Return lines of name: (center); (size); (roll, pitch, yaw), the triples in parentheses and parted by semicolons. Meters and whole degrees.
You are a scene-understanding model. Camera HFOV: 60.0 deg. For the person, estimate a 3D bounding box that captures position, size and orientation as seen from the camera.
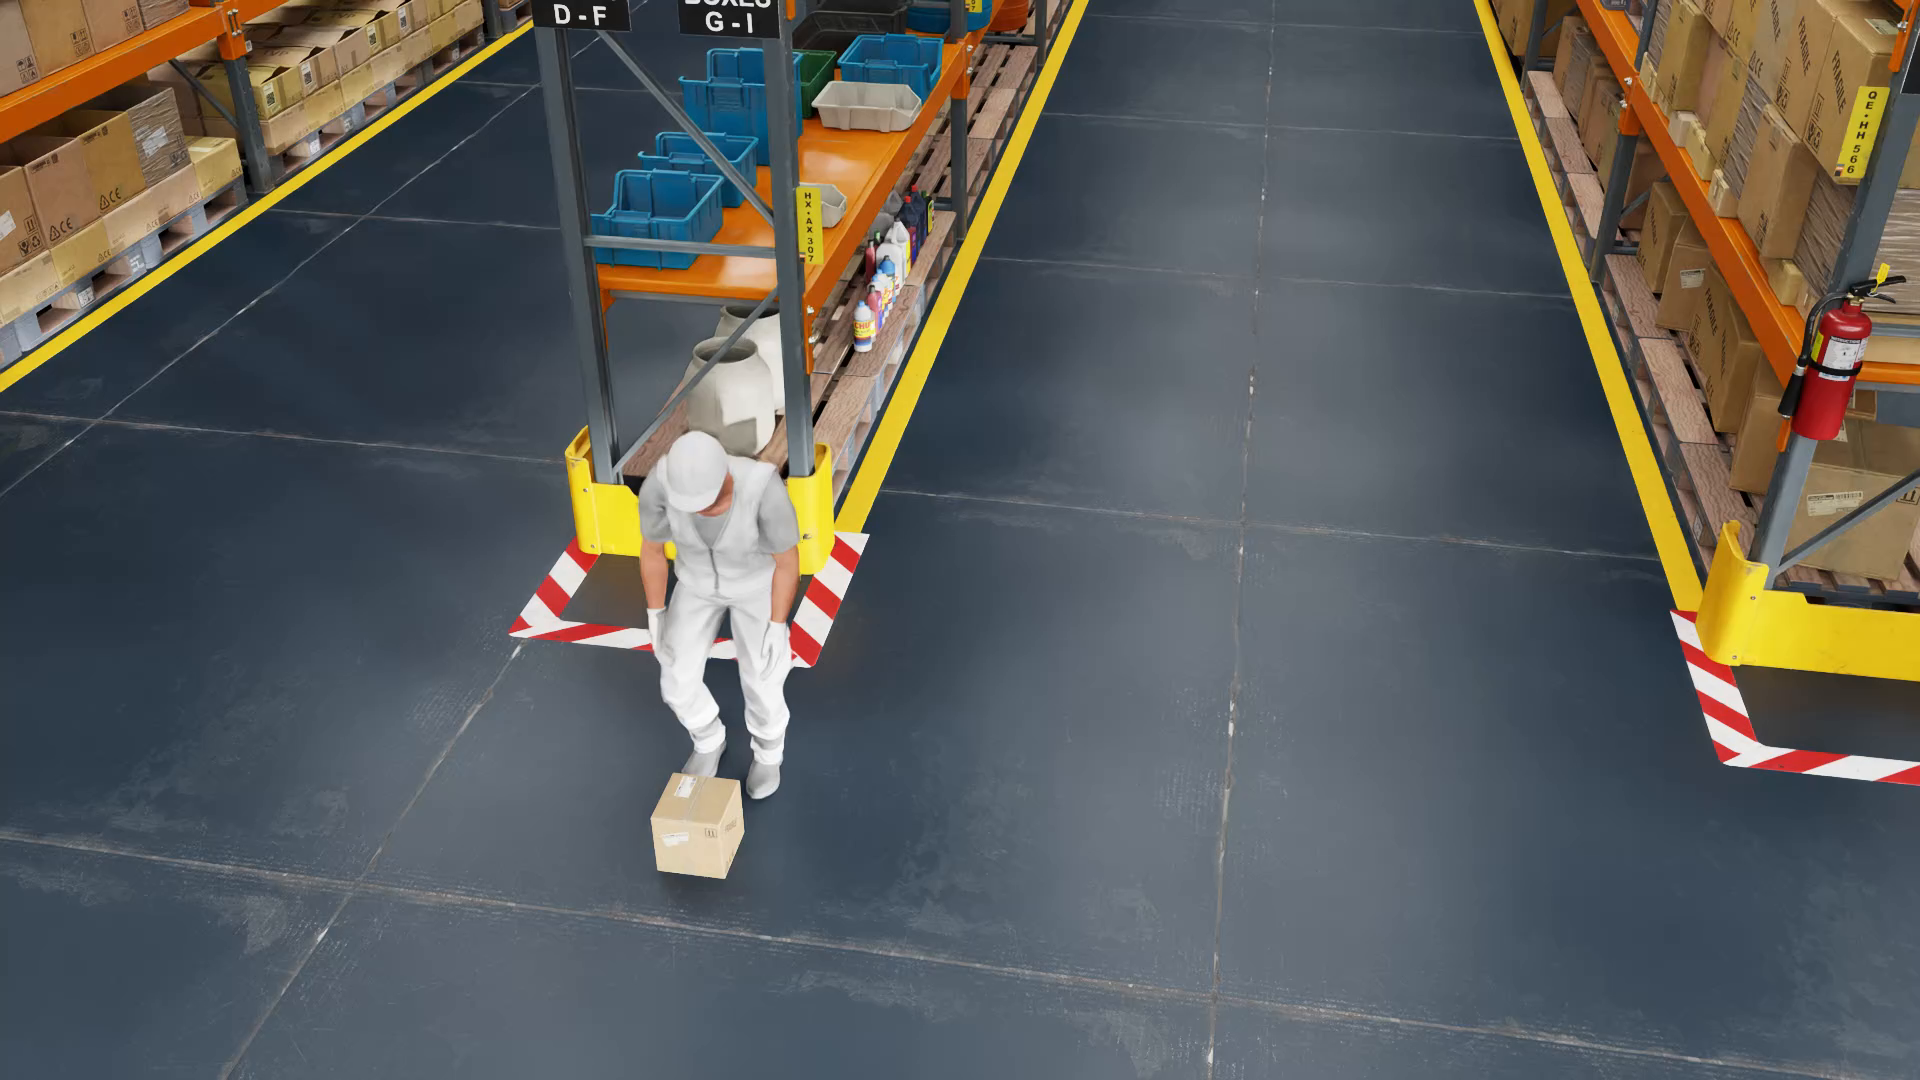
person: (-0.830, 0.234, 5.939); (0.575, 1.580, 0.647); (6, 33, 9)
